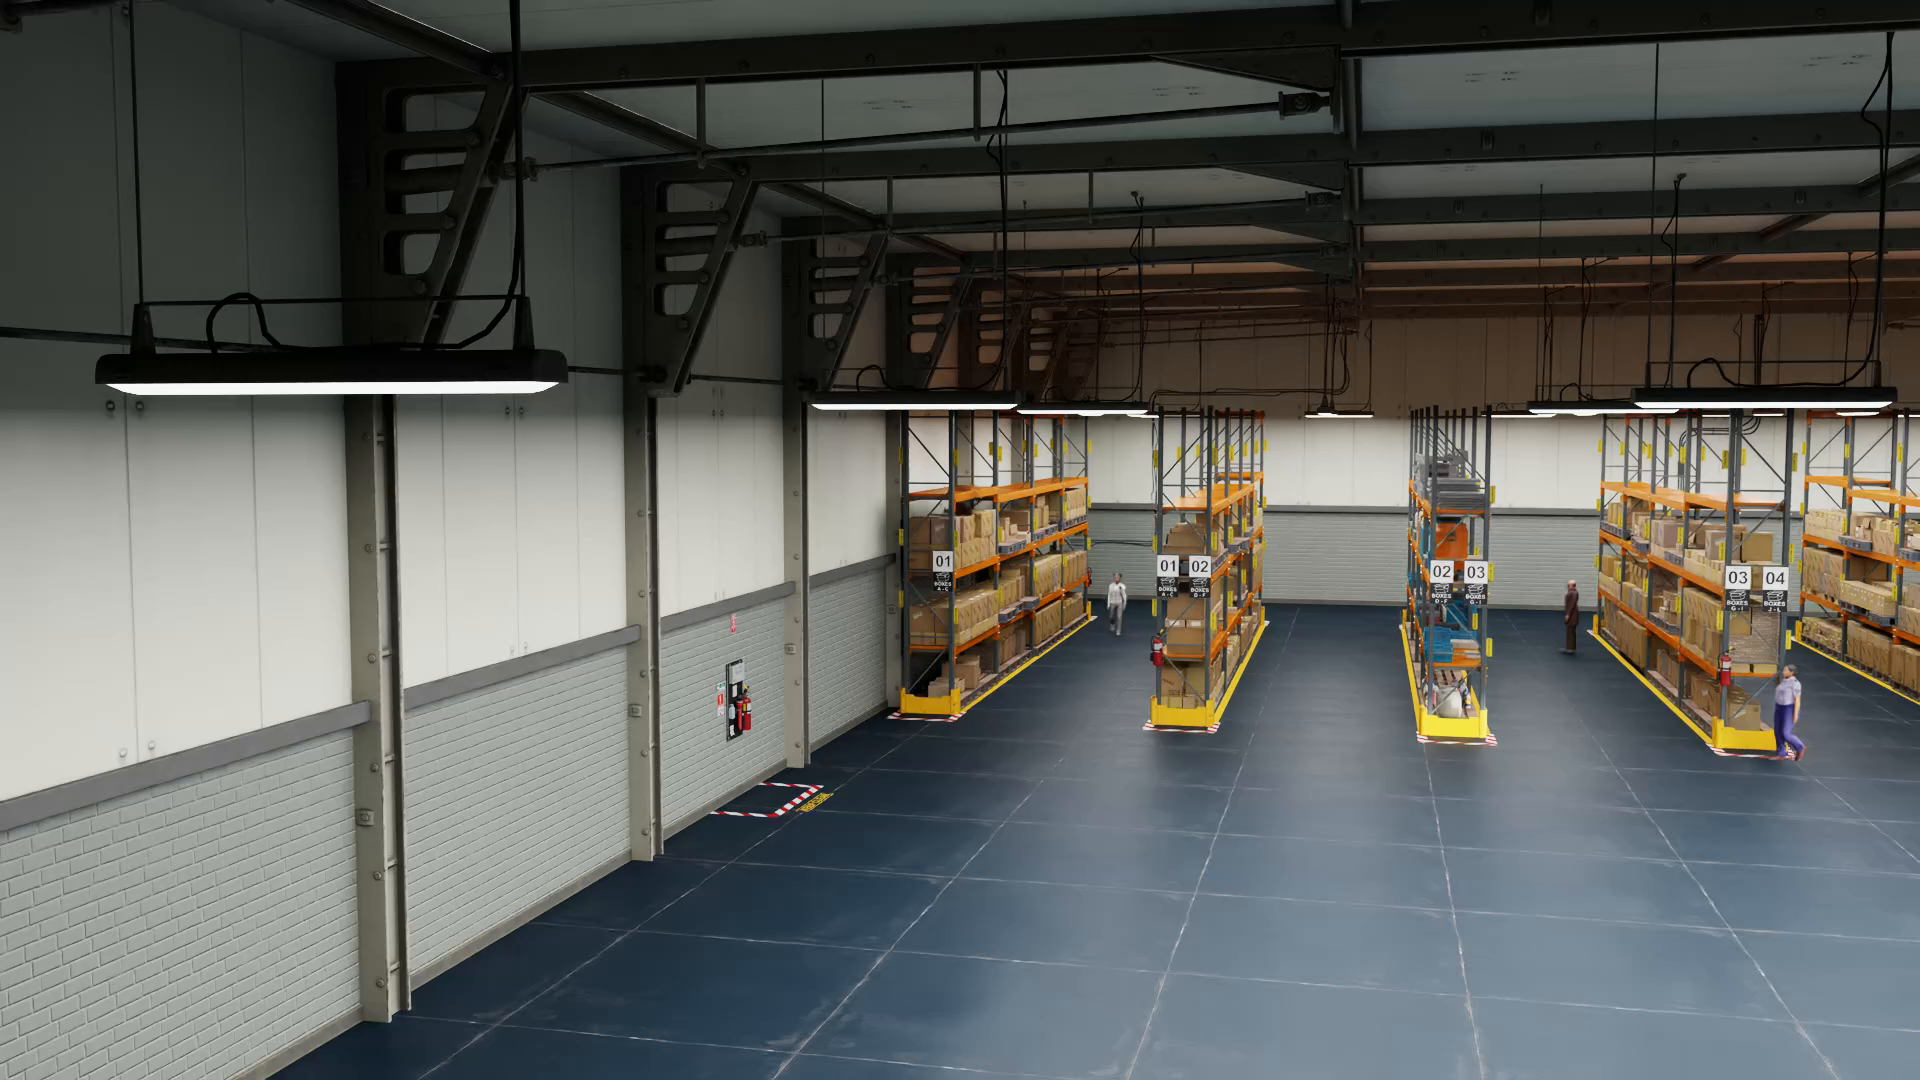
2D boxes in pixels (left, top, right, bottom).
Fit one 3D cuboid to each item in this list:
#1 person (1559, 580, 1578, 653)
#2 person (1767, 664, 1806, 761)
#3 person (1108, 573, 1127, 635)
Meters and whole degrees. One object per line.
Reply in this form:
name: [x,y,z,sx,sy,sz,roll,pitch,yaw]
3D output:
person: [15.027,1.981,41.047,0.426,1.594,0.606,1,4,17]
person: [13.891,2.893,27.880,0.517,1.637,0.502,-1,4,-12]
person: [4.207,1.698,44.460,0.504,1.650,0.707,1,4,11]
